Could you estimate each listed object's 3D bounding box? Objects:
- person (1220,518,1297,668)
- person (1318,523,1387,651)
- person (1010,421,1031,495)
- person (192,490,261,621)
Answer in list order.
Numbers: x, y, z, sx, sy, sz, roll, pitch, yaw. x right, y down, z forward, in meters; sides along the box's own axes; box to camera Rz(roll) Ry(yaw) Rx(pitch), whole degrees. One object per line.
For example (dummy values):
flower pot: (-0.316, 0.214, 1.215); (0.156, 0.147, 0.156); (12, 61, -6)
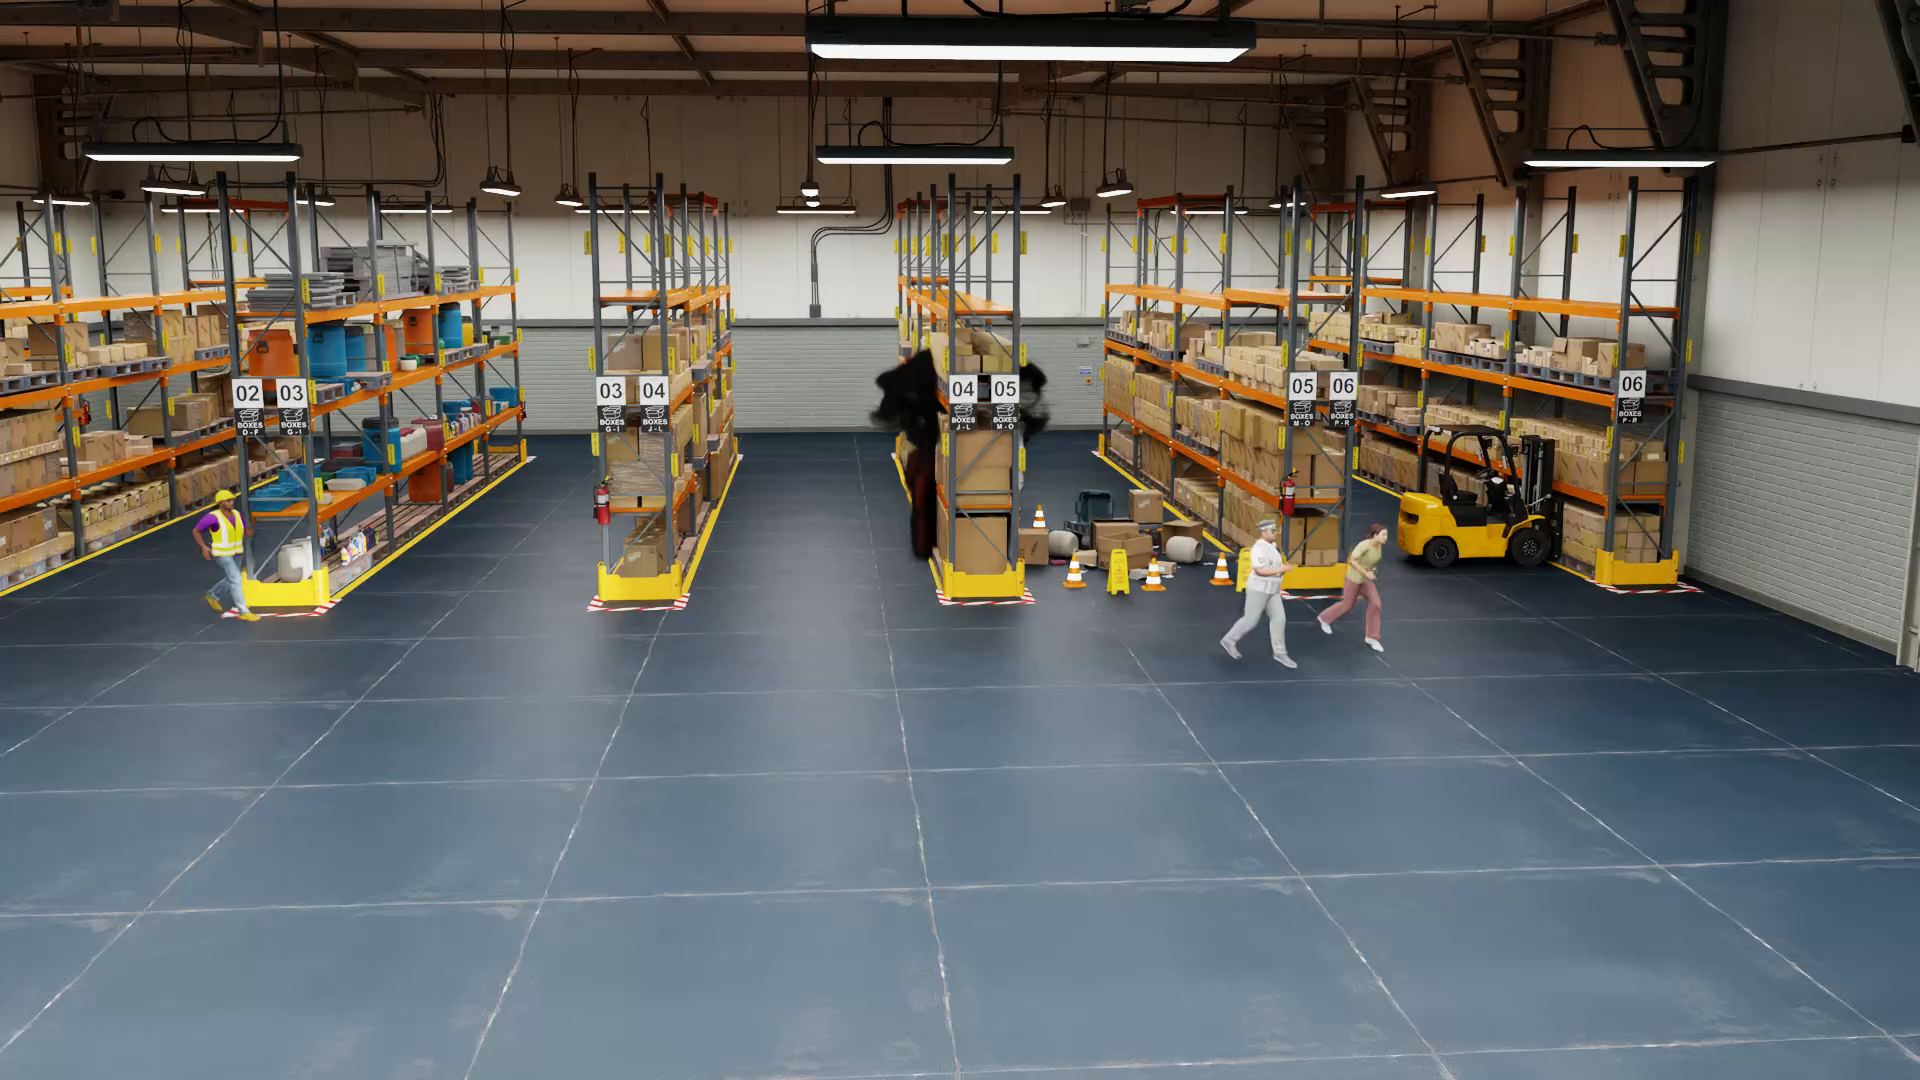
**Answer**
person: (3.623, 0.612, 20.009); (0.959, 1.795, 0.650); (7, 12, 34)
person: (5.002, 0.557, 21.133); (1.004, 1.600, 0.613); (9, 14, 42)
person: (1.092, -1.743, 33.458); (0.711, 1.807, 1.007); (-2, 10, -11)
person: (-9.865, 0.191, 22.386); (0.977, 1.749, 0.702); (4, 11, 20)
